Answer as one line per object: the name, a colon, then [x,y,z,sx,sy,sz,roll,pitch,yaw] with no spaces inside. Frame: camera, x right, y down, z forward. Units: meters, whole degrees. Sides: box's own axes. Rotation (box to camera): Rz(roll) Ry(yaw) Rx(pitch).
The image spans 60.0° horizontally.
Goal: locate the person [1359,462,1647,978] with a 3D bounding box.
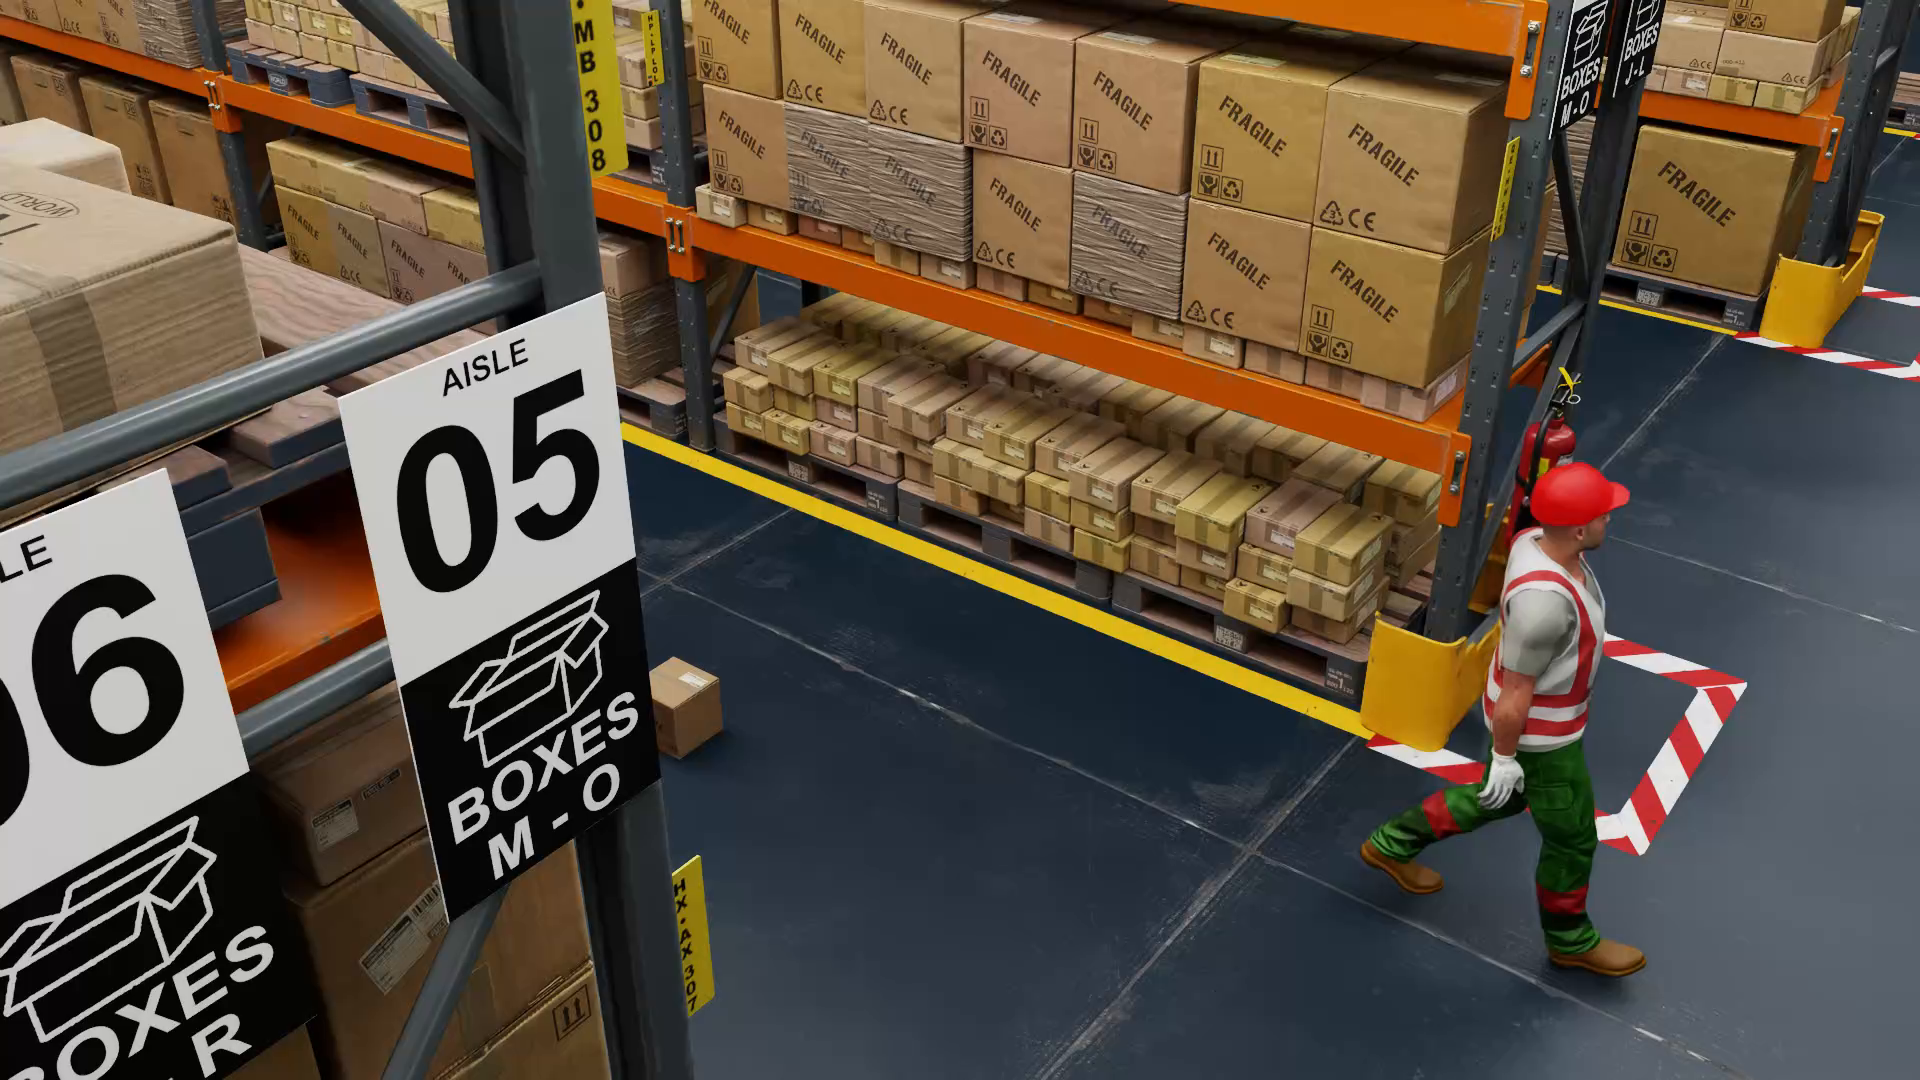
person: [1.800,0.553,5.169,0.948,1.767,0.599,10,32,17]
